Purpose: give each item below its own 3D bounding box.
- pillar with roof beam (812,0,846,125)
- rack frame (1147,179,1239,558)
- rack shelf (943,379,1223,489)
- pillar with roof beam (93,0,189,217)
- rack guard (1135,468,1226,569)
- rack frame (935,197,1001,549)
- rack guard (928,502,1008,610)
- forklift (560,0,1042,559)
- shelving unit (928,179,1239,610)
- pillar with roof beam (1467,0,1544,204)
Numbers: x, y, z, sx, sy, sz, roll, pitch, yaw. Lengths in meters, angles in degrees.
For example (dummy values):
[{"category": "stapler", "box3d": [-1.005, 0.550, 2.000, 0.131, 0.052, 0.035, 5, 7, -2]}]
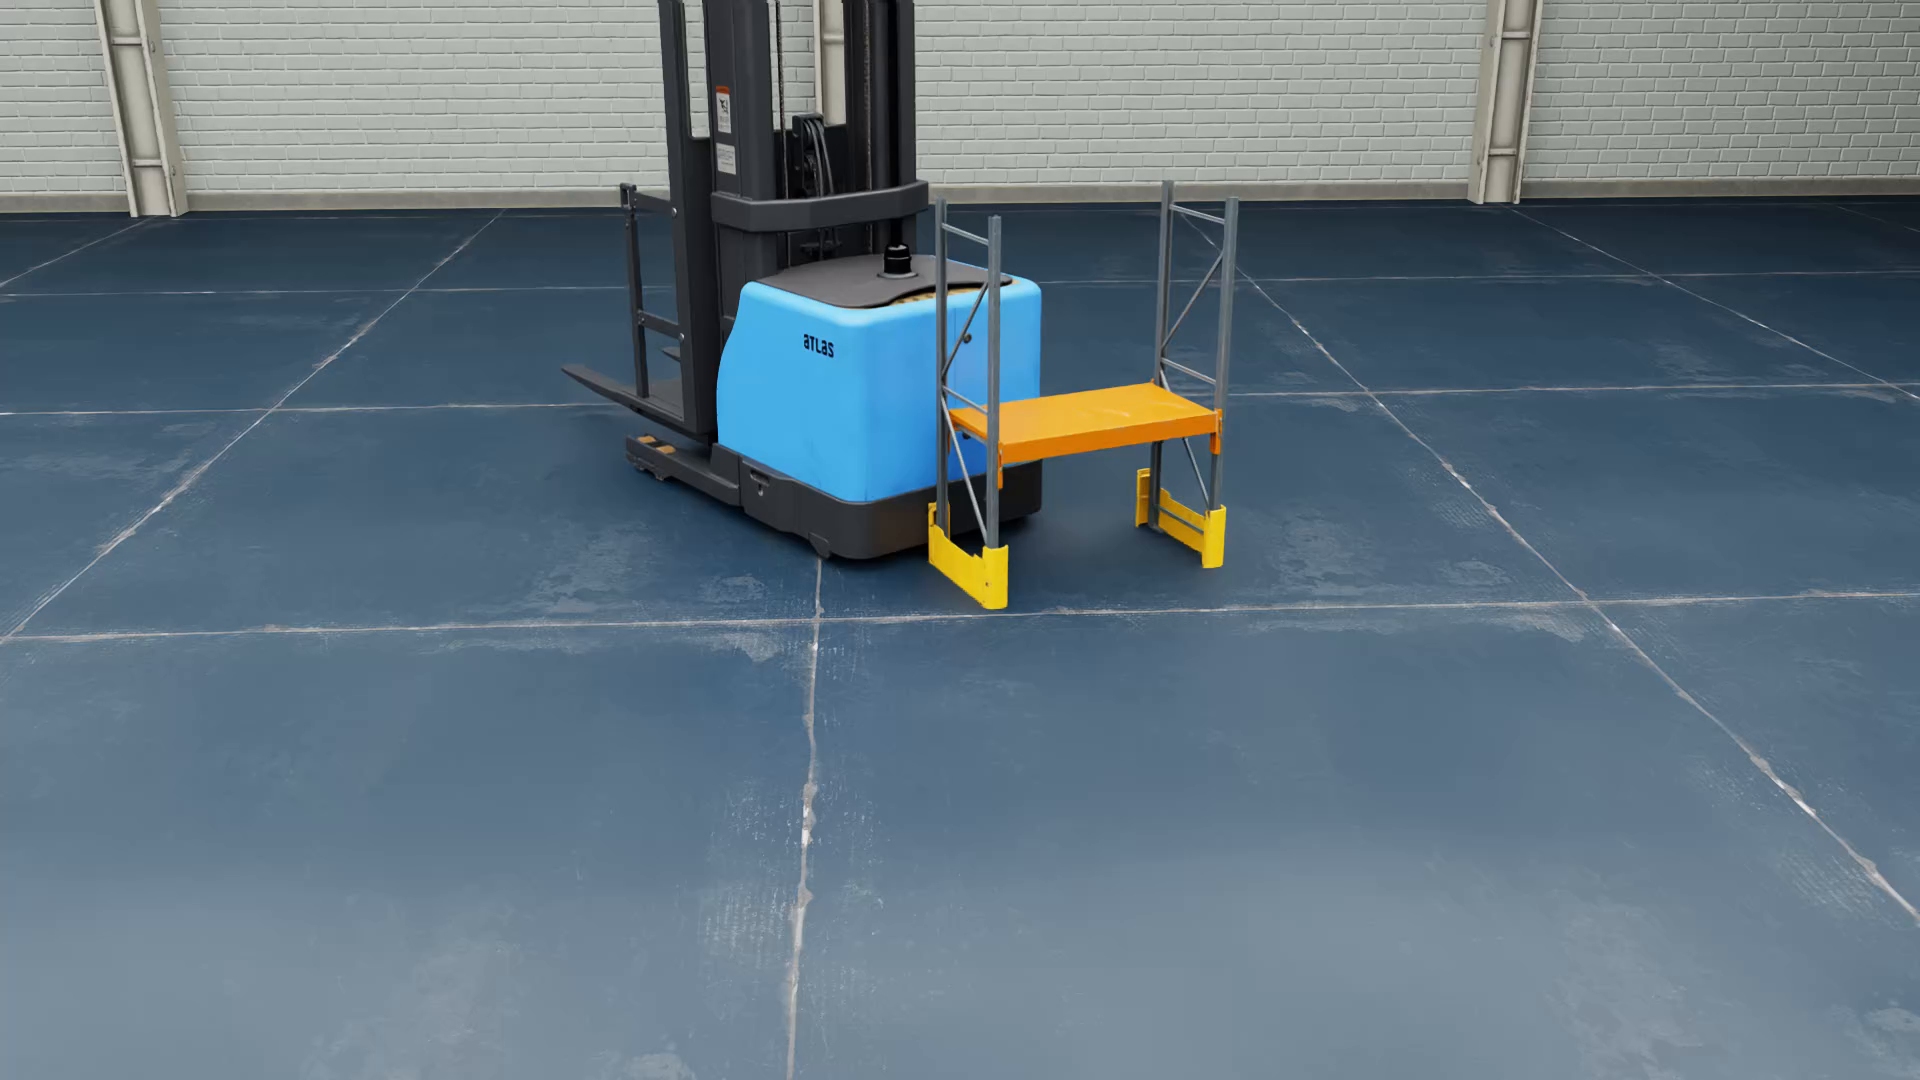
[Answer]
[{"category": "pillar with roof beam", "box3d": [-0.830, -5.684, 9.402, 0.400, 9.000, 9.100, -1, 21, -3]}, {"category": "rack frame", "box3d": [0.943, -0.684, 6.811, 0.032, 1.500, 0.500, -10, 23, -24]}, {"category": "rack shelf", "box3d": [0.484, -0.438, 6.669, 1.000, 0.185, 0.538, -10, 23, -24]}, {"category": "pillar with roof beam", "box3d": [-6.820, -5.562, 9.082, 0.400, 9.000, 9.100, -1, 21, -3]}, {"category": "rack guard", "box3d": [0.925, -0.097, 7.025, 0.087, 0.250, 0.587, -10, 23, -24]}, {"category": "rack frame", "box3d": [0.026, -0.528, 6.400, 0.032, 1.500, 0.500, -10, 23, -24]}, {"category": "rack guard", "box3d": [0.027, 0.056, 6.623, 0.087, 0.250, 0.587, -10, 23, -24]}, {"category": "forklift", "box3d": [-0.951, -1.747, 7.590, 1.130, 2.935, 3.031, -16, 26, -35]}, {"category": "shelving unit", "box3d": [0.476, -0.605, 6.602, 1.083, 1.500, 0.587, -10, 23, -24]}, {"category": "pillar with roof beam", "box3d": [5.160, -5.806, 9.722, 0.400, 9.000, 9.100, -1, 21, -3]}]
